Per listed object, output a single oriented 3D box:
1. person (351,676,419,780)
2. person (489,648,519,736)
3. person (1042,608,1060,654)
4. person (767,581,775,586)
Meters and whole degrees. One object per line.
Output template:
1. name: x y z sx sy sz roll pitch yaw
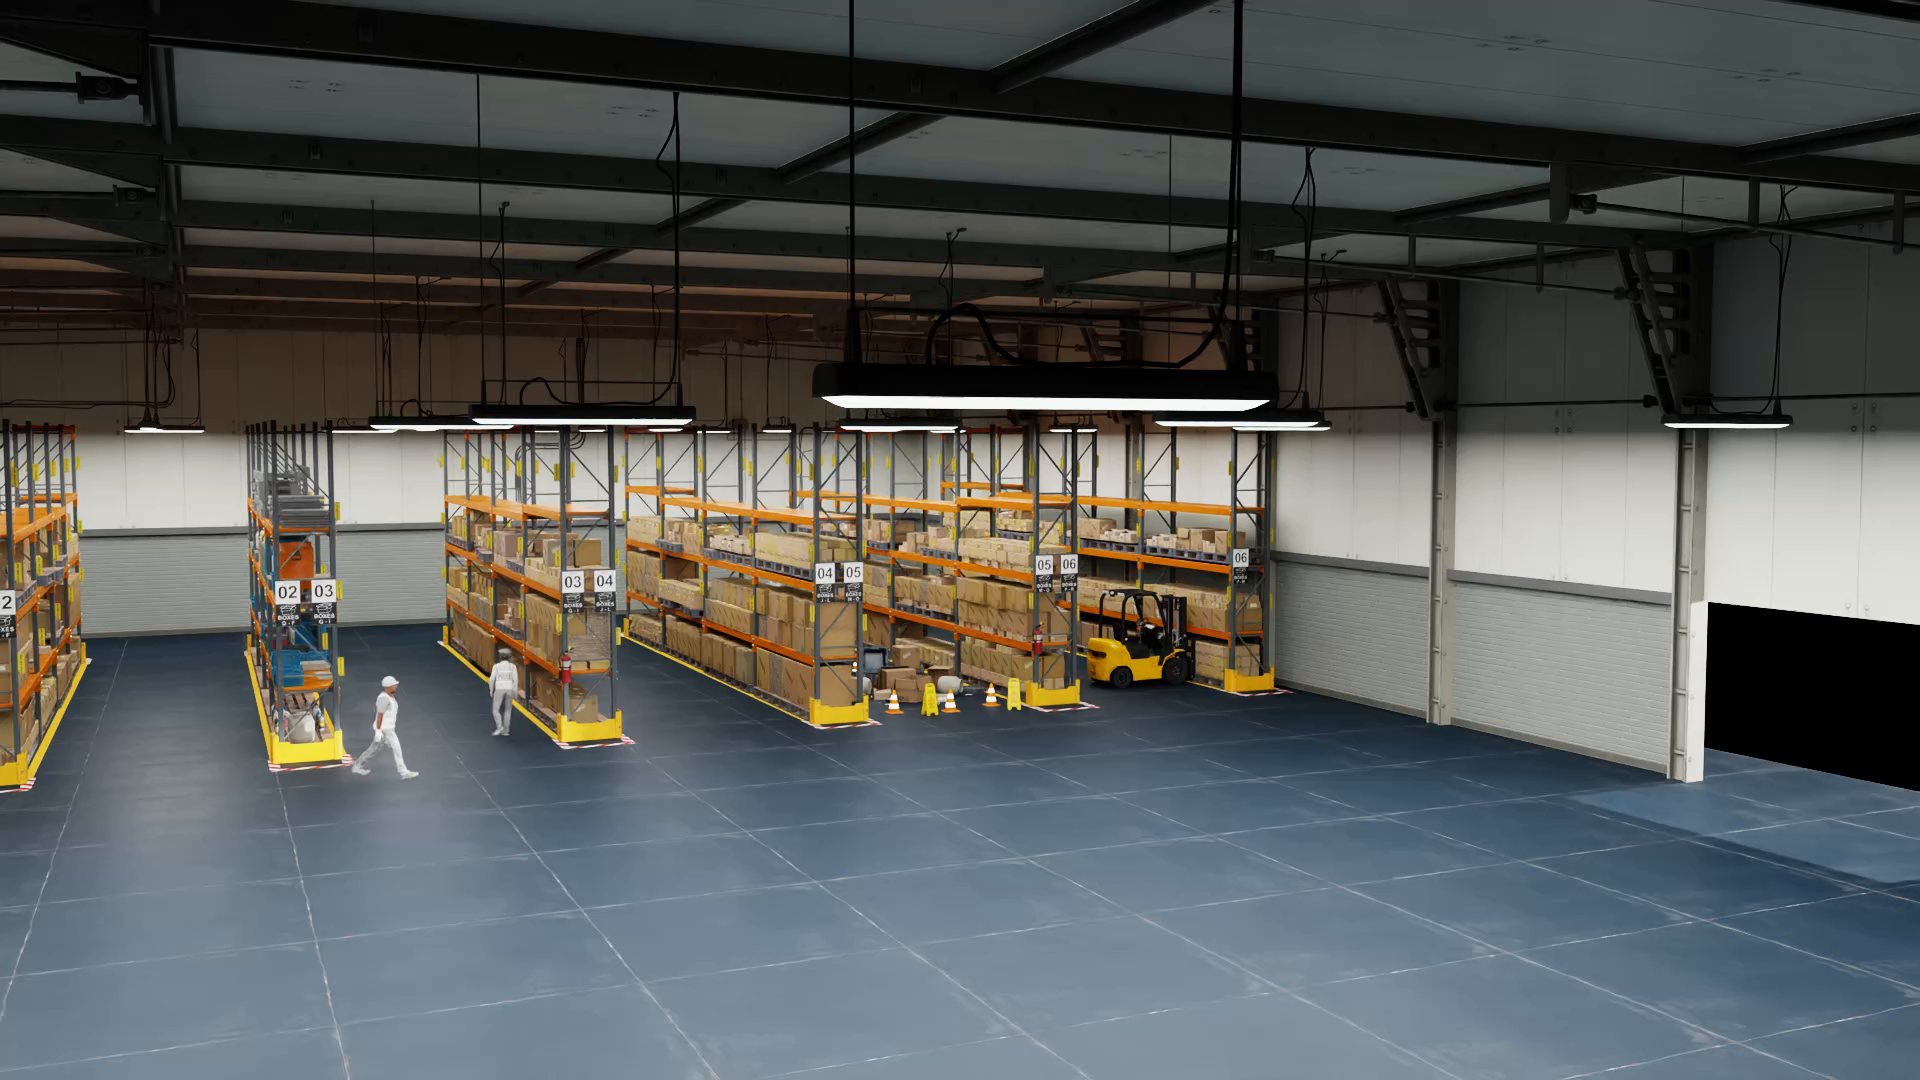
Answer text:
1. person: -9.597 3.131 27.726 1.141 1.726 0.580 0 4 -7
2. person: -8.677 2.919 31.687 0.544 1.652 0.614 -2 4 -24
3. person: 2.181 2.400 39.852 0.569 1.671 0.770 -2 4 -28
4. person: -5.080 2.004 45.299 0.529 1.759 0.633 2 4 24
